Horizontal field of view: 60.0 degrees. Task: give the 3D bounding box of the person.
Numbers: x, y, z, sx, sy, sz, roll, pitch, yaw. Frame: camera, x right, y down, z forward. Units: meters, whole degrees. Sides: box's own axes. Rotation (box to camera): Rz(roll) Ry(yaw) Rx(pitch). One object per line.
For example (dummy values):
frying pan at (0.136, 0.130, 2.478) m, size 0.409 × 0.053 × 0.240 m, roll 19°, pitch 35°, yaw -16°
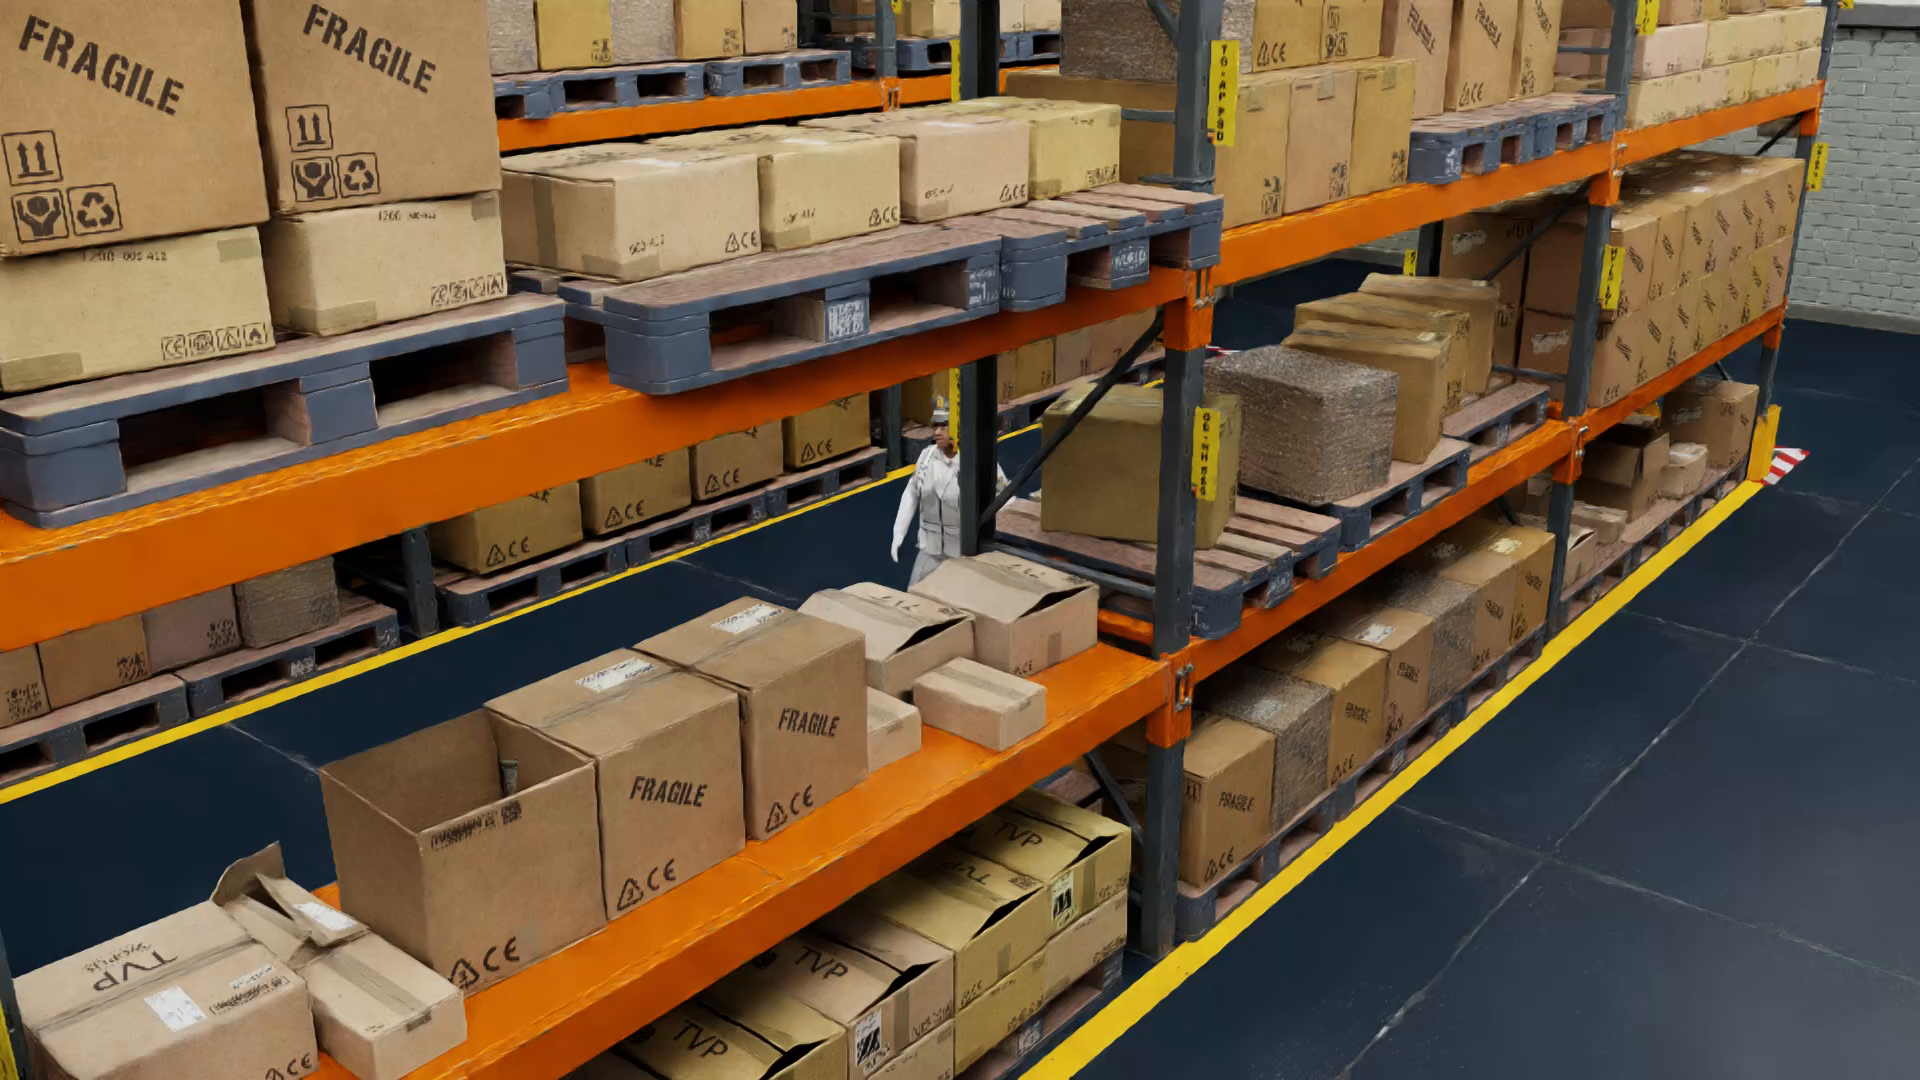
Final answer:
person at (-0.044, 0.088, 8.326) m, size 0.675 × 1.657 × 0.467 m, roll 8°, pitch 22°, yaw 20°
